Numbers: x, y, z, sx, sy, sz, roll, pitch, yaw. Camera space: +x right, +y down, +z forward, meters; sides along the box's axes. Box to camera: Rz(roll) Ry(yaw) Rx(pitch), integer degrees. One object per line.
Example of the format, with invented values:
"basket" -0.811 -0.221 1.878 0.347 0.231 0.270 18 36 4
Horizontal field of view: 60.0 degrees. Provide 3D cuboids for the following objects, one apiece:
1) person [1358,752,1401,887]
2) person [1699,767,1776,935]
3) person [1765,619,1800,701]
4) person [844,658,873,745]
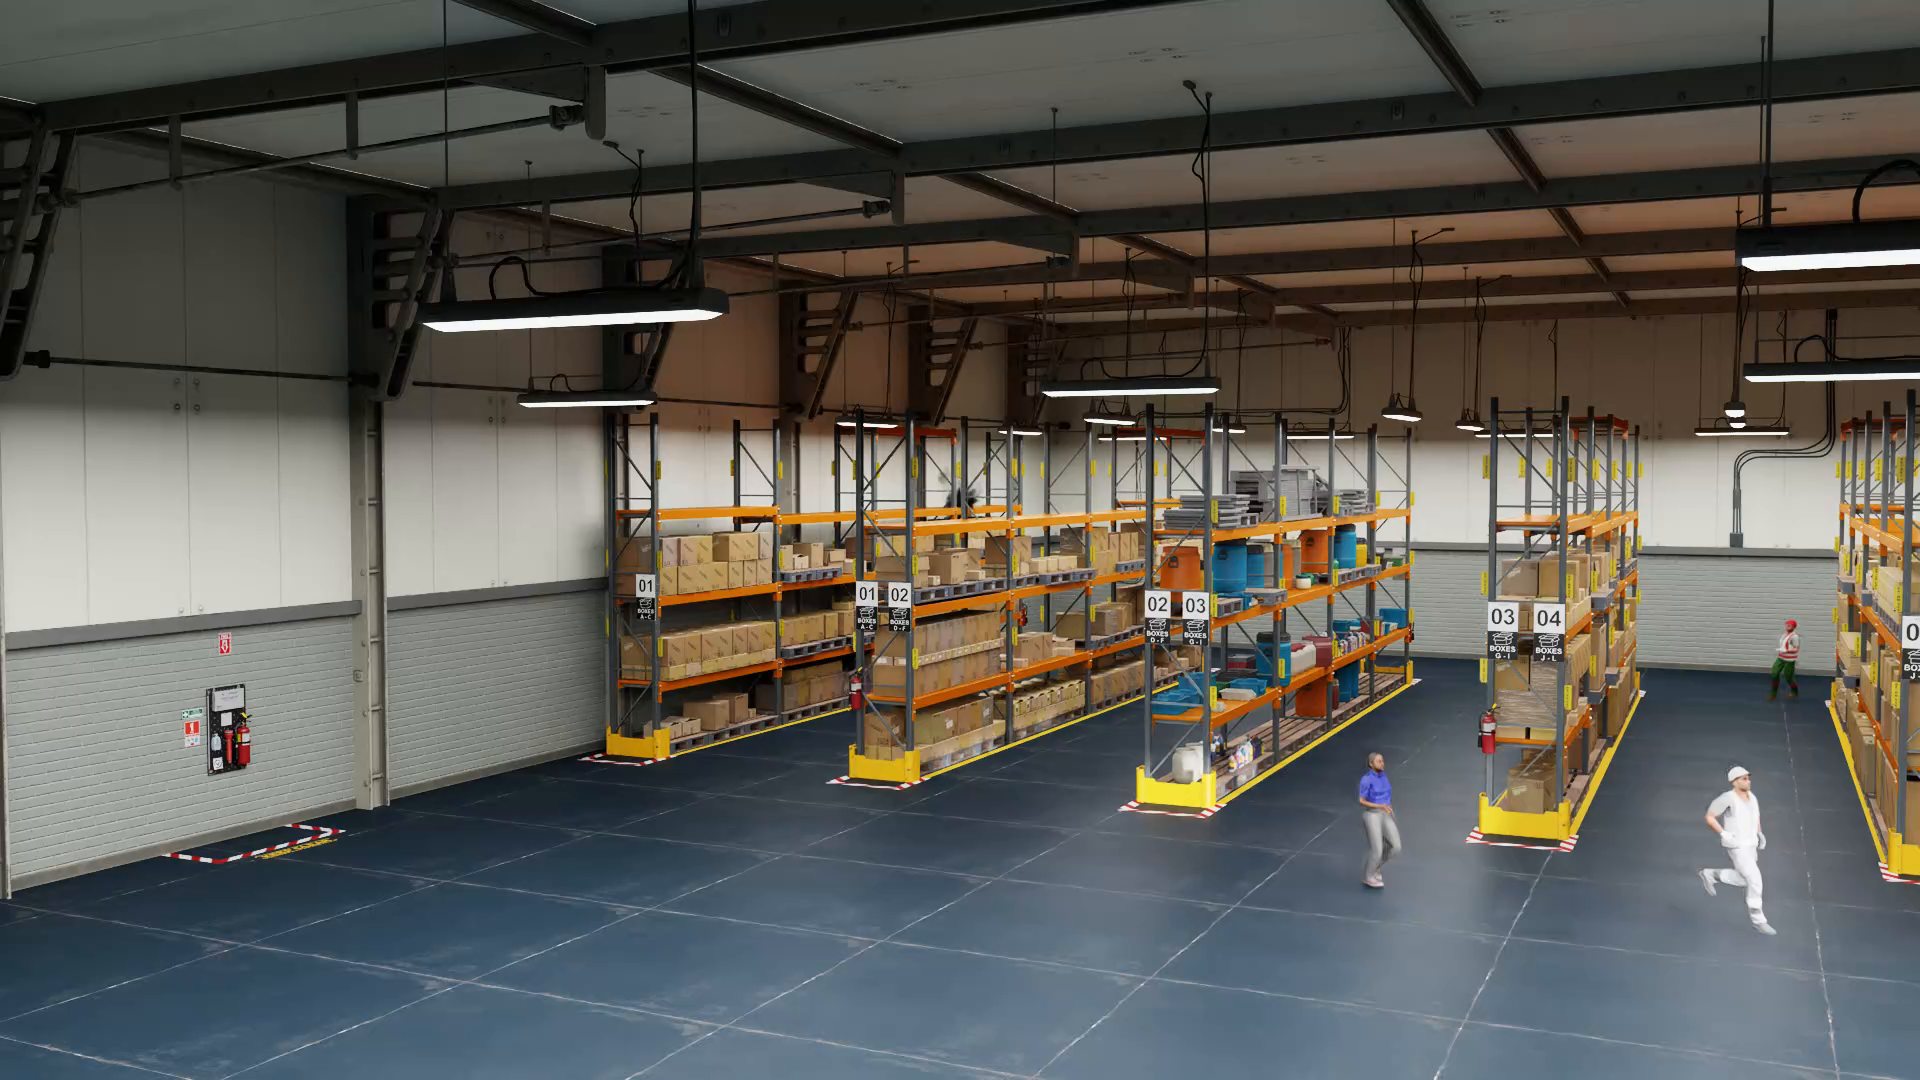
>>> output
"person" 5.045 3.348 19.882 0.566 1.612 0.551 -2 3 -33
"person" 8.567 3.376 18.337 0.626 1.760 1.004 -1 3 -31
"person" 17.901 2.611 35.900 0.771 1.814 0.659 -1 2 -16
"person" -1.831 2.932 30.175 0.559 1.609 0.857 1 3 17
